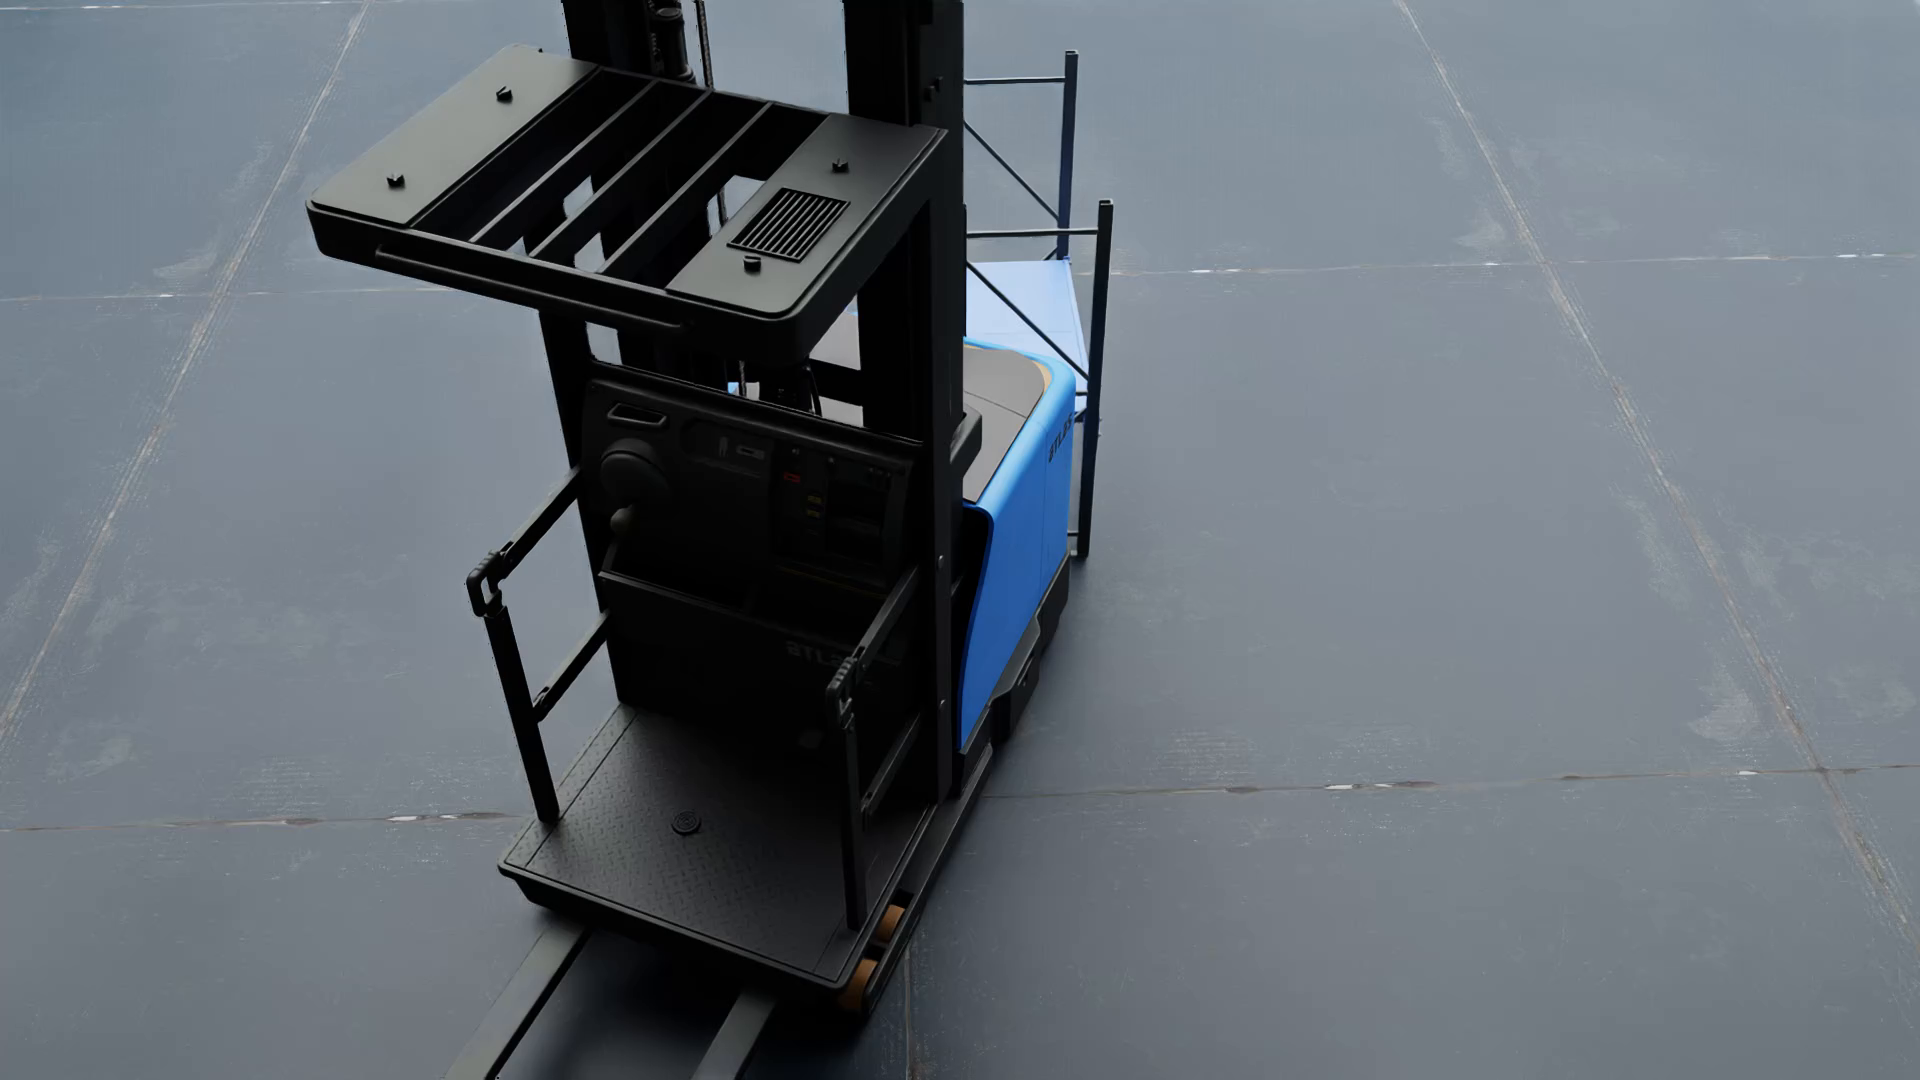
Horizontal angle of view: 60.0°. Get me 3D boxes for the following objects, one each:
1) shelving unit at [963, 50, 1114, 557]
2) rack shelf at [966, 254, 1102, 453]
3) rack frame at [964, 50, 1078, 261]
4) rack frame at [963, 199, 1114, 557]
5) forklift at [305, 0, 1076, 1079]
[{"bbox_3d":[0.199,-0.835,6.051,0.538,1.500,1.048,-2,43,-2],"label":"shelving unit"},{"bbox_3d":[0.199,-0.702,6.173,0.538,0.185,1.000,-2,43,-2],"label":"rack shelf"},{"bbox_3d":[0.171,-1.178,6.425,0.500,1.500,0.032,-2,43,-2],"label":"rack frame"},{"bbox_3d":[0.227,-0.492,5.677,0.500,1.500,0.032,-2,43,-2],"label":"rack frame"},{"bbox_3d":[-0.640,-0.055,4.141,1.130,2.935,3.031,15,45,16],"label":"forklift"}]
